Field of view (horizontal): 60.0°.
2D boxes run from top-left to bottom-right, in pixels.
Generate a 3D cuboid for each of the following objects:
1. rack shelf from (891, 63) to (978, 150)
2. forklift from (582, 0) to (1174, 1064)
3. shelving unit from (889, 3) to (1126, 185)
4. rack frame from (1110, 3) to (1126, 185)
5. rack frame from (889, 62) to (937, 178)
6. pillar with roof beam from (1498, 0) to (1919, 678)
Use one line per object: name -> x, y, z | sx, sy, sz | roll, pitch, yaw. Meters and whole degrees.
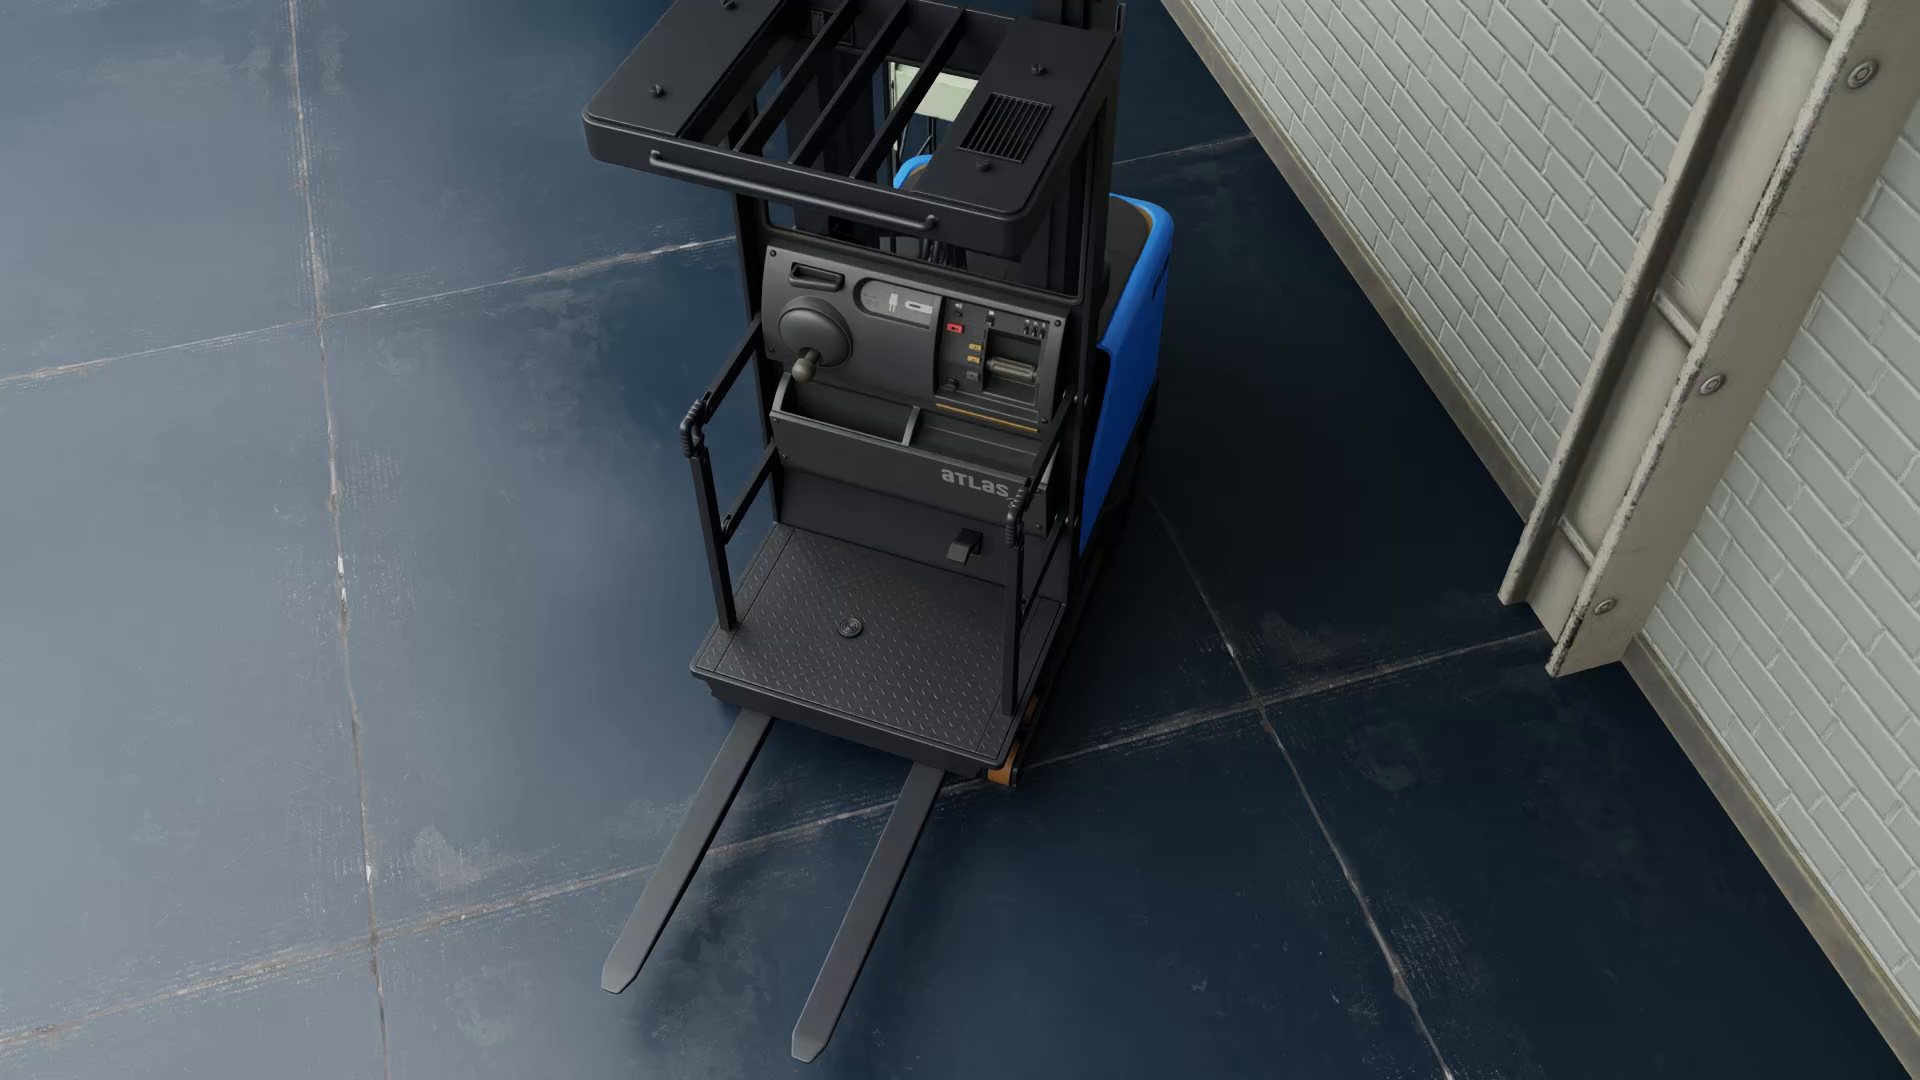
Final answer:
rack shelf -> 0.164, -1.630, 6.132 | 0.720, 0.370, 0.431 | 17, 52, 14
forklift -> -0.217, -0.492, 4.748 | 1.130, 2.935, 3.031 | 16, 52, 13
shelving unit -> 0.164, -1.378, 6.431 | 0.755, 1.500, 0.431 | 17, 52, 14
rack frame -> 0.505, -1.275, 6.344 | 0.023, 1.500, 0.400 | 17, 52, 14
rack frame -> -0.176, -1.481, 6.518 | 0.023, 1.500, 0.400 | 17, 52, 14
pillar with roof beam -> -1.943, -1.621, 1.731 | 9.100, 9.000, 0.400 | -13, 51, -11
